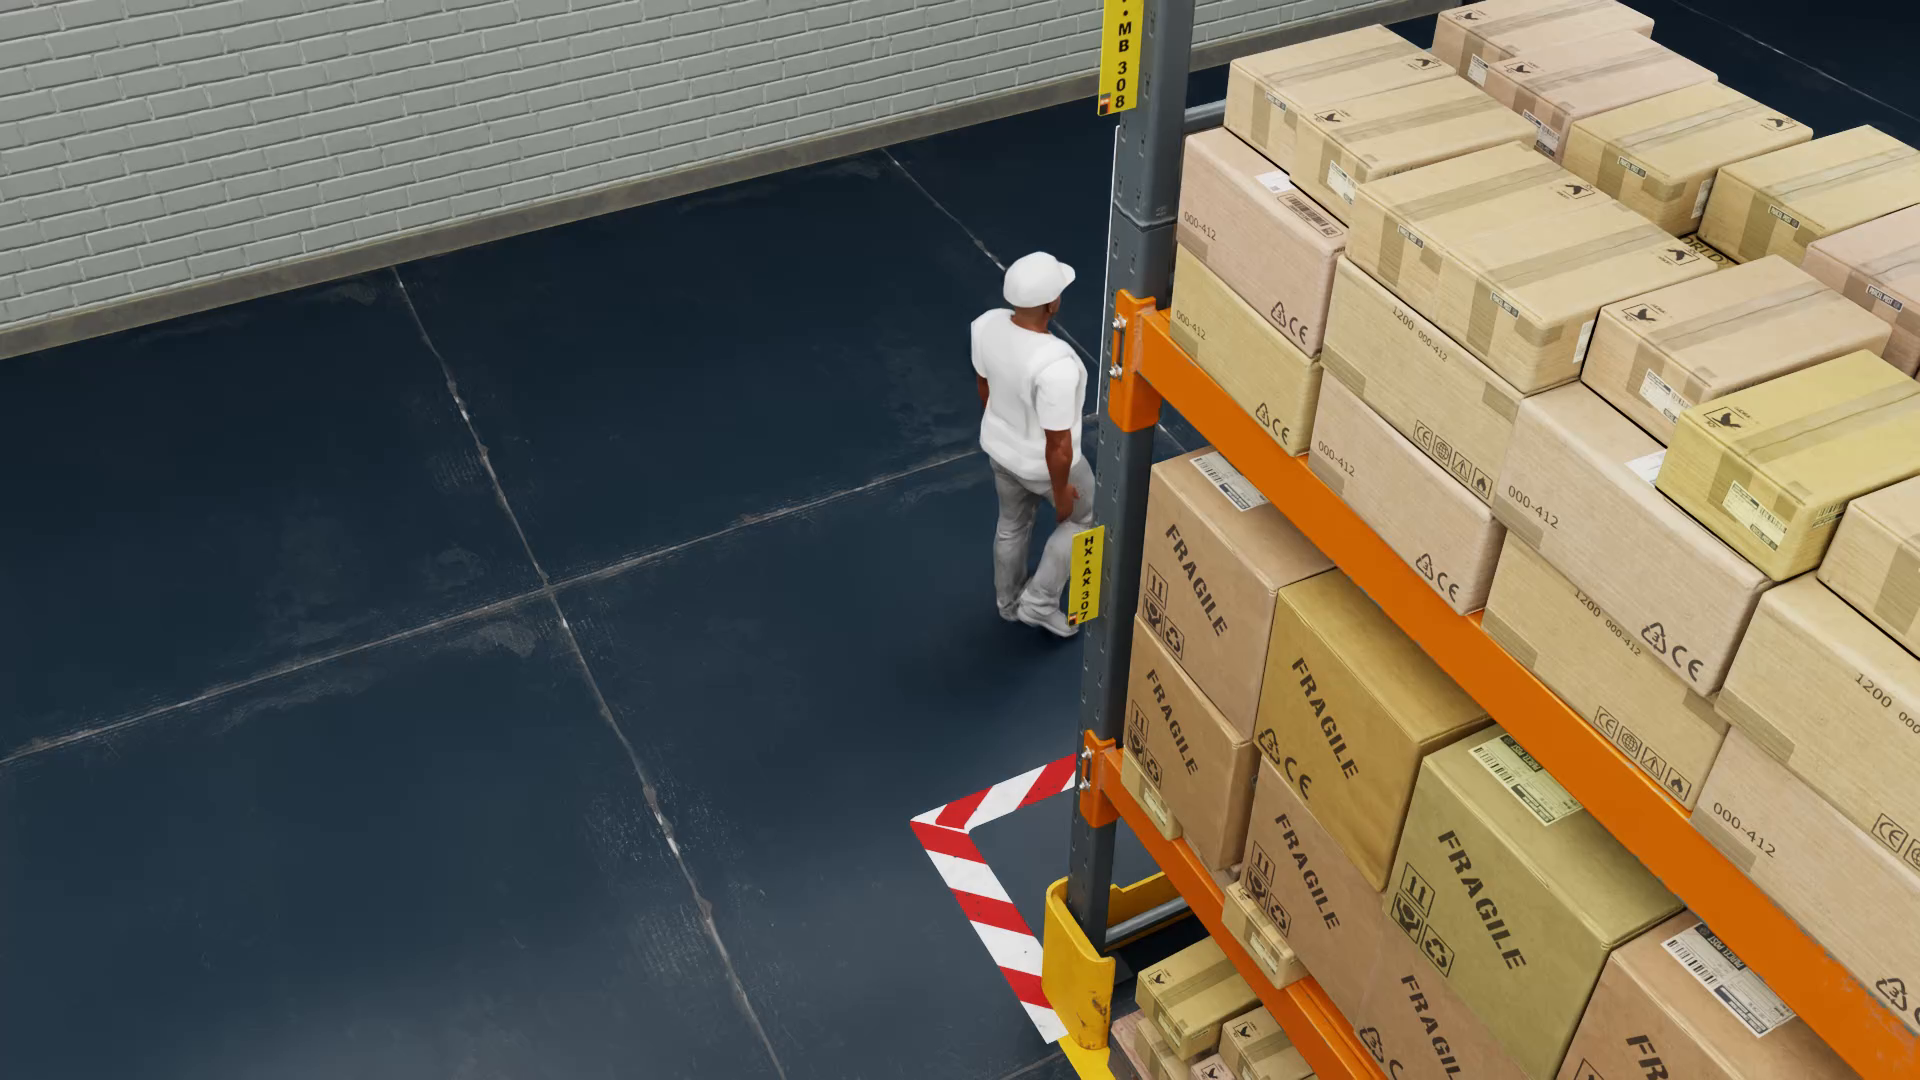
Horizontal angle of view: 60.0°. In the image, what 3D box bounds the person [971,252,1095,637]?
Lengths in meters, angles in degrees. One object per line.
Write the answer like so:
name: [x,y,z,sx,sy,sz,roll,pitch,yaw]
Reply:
person: [0.311,-0.375,6.562,0.435,1.767,0.589,-29,49,-29]
